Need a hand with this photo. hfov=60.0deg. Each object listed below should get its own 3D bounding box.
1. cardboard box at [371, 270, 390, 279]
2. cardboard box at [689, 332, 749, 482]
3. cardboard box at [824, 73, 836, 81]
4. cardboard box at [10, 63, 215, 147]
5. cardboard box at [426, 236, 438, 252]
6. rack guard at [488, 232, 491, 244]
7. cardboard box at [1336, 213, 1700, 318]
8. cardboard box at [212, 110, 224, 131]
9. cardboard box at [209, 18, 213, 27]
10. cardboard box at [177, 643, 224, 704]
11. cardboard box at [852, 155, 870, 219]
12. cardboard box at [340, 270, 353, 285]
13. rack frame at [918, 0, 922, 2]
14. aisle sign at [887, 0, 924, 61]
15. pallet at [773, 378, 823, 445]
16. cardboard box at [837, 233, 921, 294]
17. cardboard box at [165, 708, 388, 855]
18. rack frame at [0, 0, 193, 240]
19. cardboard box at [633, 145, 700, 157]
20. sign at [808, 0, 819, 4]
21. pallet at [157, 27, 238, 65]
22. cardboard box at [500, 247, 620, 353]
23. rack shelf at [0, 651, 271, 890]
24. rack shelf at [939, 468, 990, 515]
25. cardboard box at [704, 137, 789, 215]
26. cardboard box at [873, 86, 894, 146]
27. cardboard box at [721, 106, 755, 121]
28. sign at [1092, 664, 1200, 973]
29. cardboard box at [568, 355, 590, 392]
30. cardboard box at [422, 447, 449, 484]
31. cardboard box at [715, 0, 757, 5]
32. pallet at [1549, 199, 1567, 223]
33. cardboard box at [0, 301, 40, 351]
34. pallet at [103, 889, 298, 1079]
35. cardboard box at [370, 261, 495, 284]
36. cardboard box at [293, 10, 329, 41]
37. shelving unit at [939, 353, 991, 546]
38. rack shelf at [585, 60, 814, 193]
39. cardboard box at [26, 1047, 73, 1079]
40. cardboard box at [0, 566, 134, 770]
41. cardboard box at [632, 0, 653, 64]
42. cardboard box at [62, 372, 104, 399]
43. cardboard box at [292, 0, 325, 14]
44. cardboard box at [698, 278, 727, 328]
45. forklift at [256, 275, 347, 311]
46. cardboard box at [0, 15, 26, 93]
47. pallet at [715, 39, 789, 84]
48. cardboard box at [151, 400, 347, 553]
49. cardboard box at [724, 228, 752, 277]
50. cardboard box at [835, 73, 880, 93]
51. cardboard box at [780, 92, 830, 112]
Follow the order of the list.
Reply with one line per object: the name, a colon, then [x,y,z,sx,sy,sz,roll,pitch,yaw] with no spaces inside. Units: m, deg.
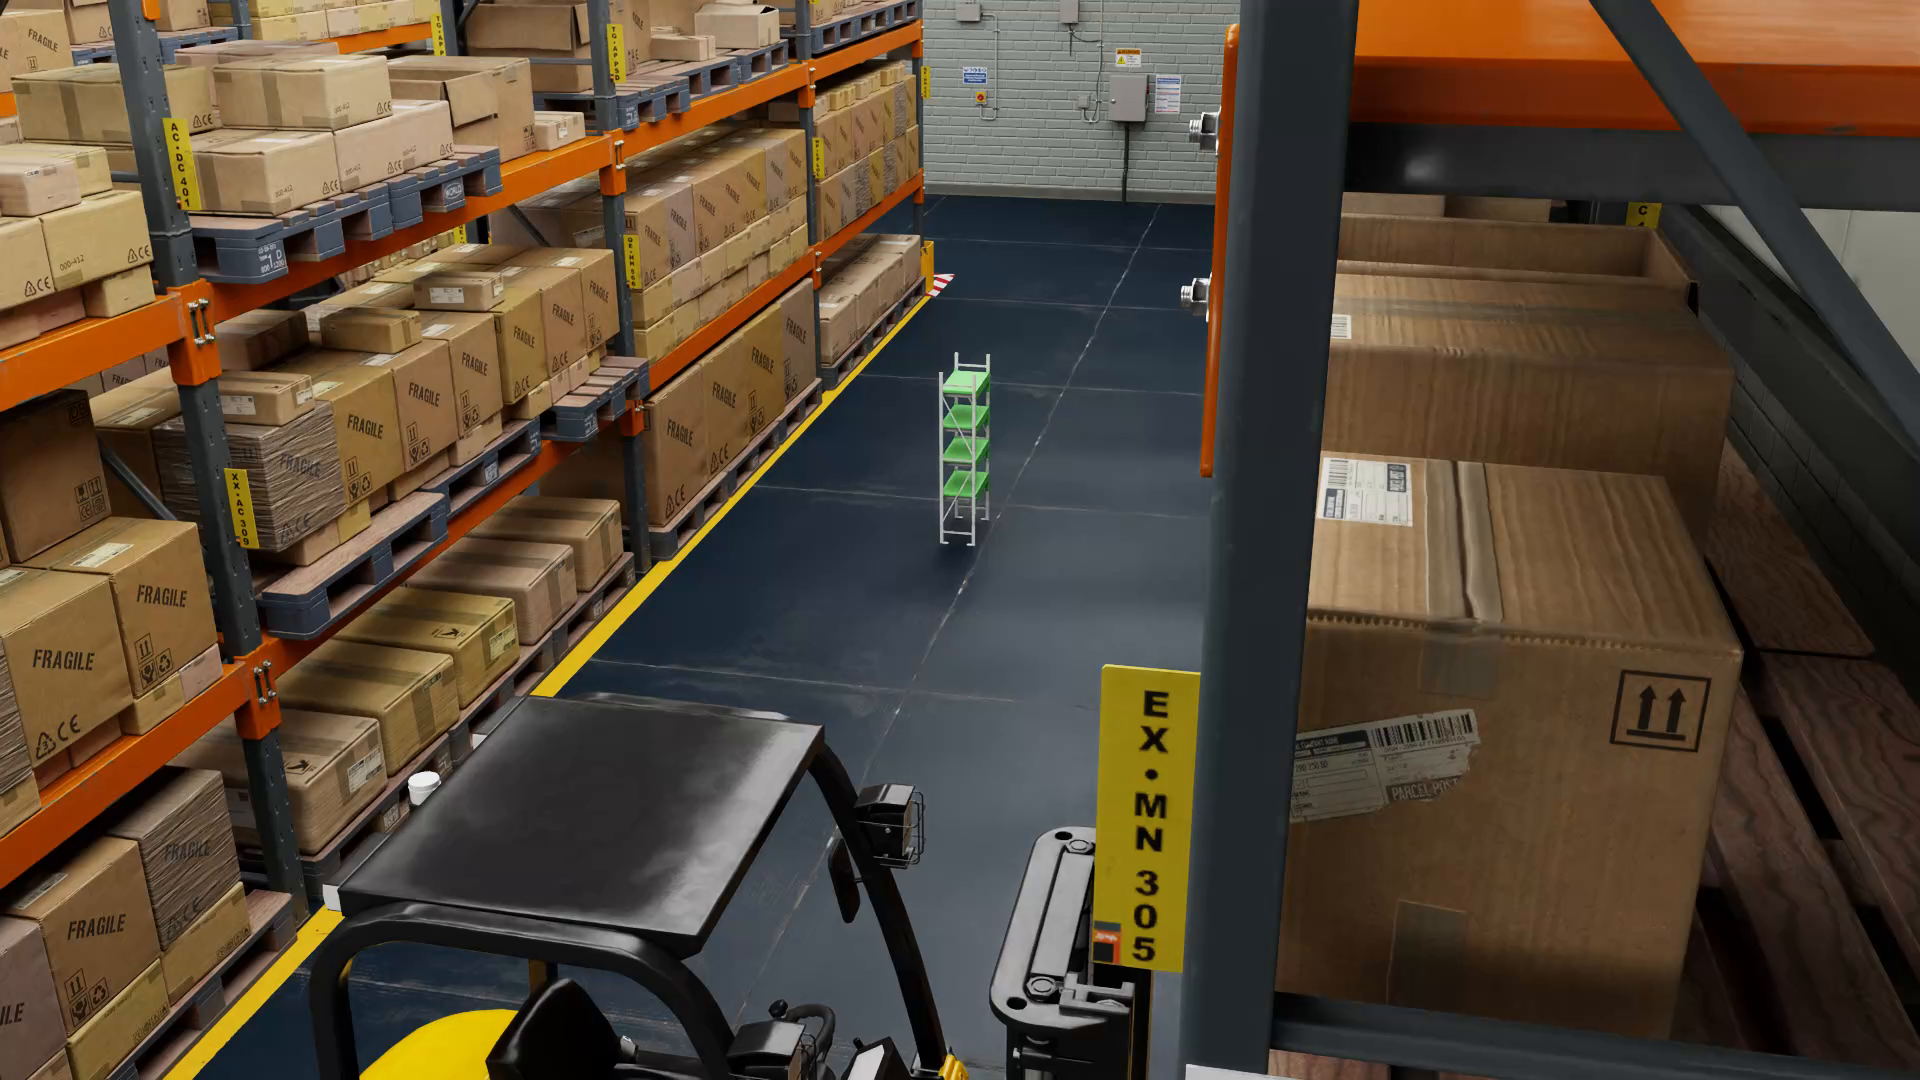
cardboard box: [-5.954,-2.620,16.699,0.380,0.149,0.250,4,22,11]
cardboard box: [-2.112,-1.003,12.111,0.875,0.875,0.875,5,22,12]
cardboard box: [-1.418,-4.465,16.083,0.380,0.149,0.250,5,22,11]
cardboard box: [-3.343,-1.729,6.586,0.500,0.250,0.500,5,22,12]
cardboard box: [-5.765,-3.142,17.596,0.380,0.149,0.250,4,22,9]
rack guard: [-5.770,-3.301,18.880,1.175,0.500,0.348,4,22,11]
cardboard box: [1.023,-0.358,3.378,0.797,0.503,0.637,5,23,13]
cardboard box: [-3.251,-1.685,7.145,0.500,0.250,0.500,5,22,12]
cardboard box: [-6.734,-4.547,14.814,0.500,0.250,0.500,5,22,12]
cardboard box: [-3.103,0.498,6.437,0.380,0.149,0.250,4,22,10]
cardboard box: [-1.137,-3.248,15.269,0.500,0.500,0.500,5,22,11]
cardboard box: [-6.149,-2.573,16.185,0.380,0.149,0.250,4,22,10]
rack frame: [-0.887,-6.930,16.516,1.000,3.000,0.127,4,22,11]
aisle sign: [-0.569,-5.356,17.158,0.394,0.787,0.004,4,22,11]
pallet: [-1.787,-1.103,13.810,1.003,0.211,1.213,4,22,11]
cardboard box: [-0.924,-2.905,17.419,0.875,0.438,0.875,4,22,9]
cardboard box: [-3.232,1.073,7.629,0.950,0.372,0.625,5,22,12]
rack frame: [-3.336,-2.542,5.619,1.000,3.000,0.127,4,22,11]
cardboard box: [-2.256,-2.684,12.531,0.500,0.500,0.500,4,22,10]
sign: [-1.170,-4.424,13.195,0.100,0.325,0.005,4,22,11]
pallet: [-6.800,-4.112,13.784,1.213,0.211,1.003,4,22,11]
cardboard box: [-2.340,-1.413,9.754,0.500,0.500,0.500,4,22,9]
rack shelf: [-3.744,1.306,5.058,1.077,0.370,4.000,4,22,11]
rack shelf: [0.034,-0.335,11.393,0.258,0.148,0.480,4,22,11]
cardboard box: [-1.647,-2.822,12.874,0.500,0.500,0.500,5,22,12]
cardboard box: [-0.935,-4.089,16.020,0.500,0.500,0.500,4,22,11]
cardboard box: [-1.952,-3.633,14.017,0.380,0.149,0.250,4,22,10]
sign: [0.179,0.269,1.575,0.100,0.325,0.005,4,22,11]
cardboard box: [-2.348,-0.963,9.504,0.380,0.149,0.250,4,22,10]
cardboard box: [-2.726,-0.396,8.097,0.380,0.149,0.250,5,22,11]
cardboard box: [-1.887,-4.513,14.012,0.396,0.266,0.258,5,23,13]
pallet: [2.064,-1.484,7.261,1.003,0.211,1.213,6,23,13]
cardboard box: [-3.268,-0.714,5.432,0.380,0.149,0.250,5,22,11]
pallet: [-3.439,1.783,6.644,1.003,0.211,1.213,4,22,11]
cardboard box: [-2.938,-1.263,9.380,0.500,0.500,0.500,6,23,14]
cardboard box: [-6.124,-4.680,15.144,0.500,0.250,0.500,4,22,10]
shelving unit: [0.034,-0.617,11.280,0.258,1.200,0.503,4,22,11]
rack shelf: [-2.112,-3.011,11.762,1.077,0.370,4.000,4,22,11]
cardboard box: [-3.401,1.940,5.641,0.500,0.250,0.500,5,22,12]
cardboard box: [-3.282,0.427,5.746,0.500,0.500,0.500,5,23,13]
cardboard box: [-2.444,-3.521,11.370,0.500,0.500,0.500,5,22,11]
cardboard box: [-6.893,-1.021,12.657,0.500,0.500,0.500,5,22,12]
cardboard box: [-6.131,-4.918,15.067,0.500,0.250,0.500,4,22,11]
cardboard box: [-1.974,-1.693,11.742,0.500,0.250,0.500,5,23,13]
forklift: [-5.344,-1.848,12.019,3.031,2.935,1.130,-10,24,-24]
cardboard box: [-6.914,-3.372,11.562,0.500,0.500,0.500,4,22,11]
pallet: [-1.842,-3.648,12.638,0.805,0.209,1.217,4,22,9]
cardboard box: [-2.960,-0.288,6.958,0.500,0.500,0.500,5,22,12]
cardboard box: [-1.838,-2.105,12.097,0.500,0.250,0.500,5,22,12]
cardboard box: [-0.971,-4.341,15.777,0.380,0.149,0.250,5,22,12]
cardboard box: [-1.338,-3.783,14.391,0.380,0.149,0.250,4,22,10]
